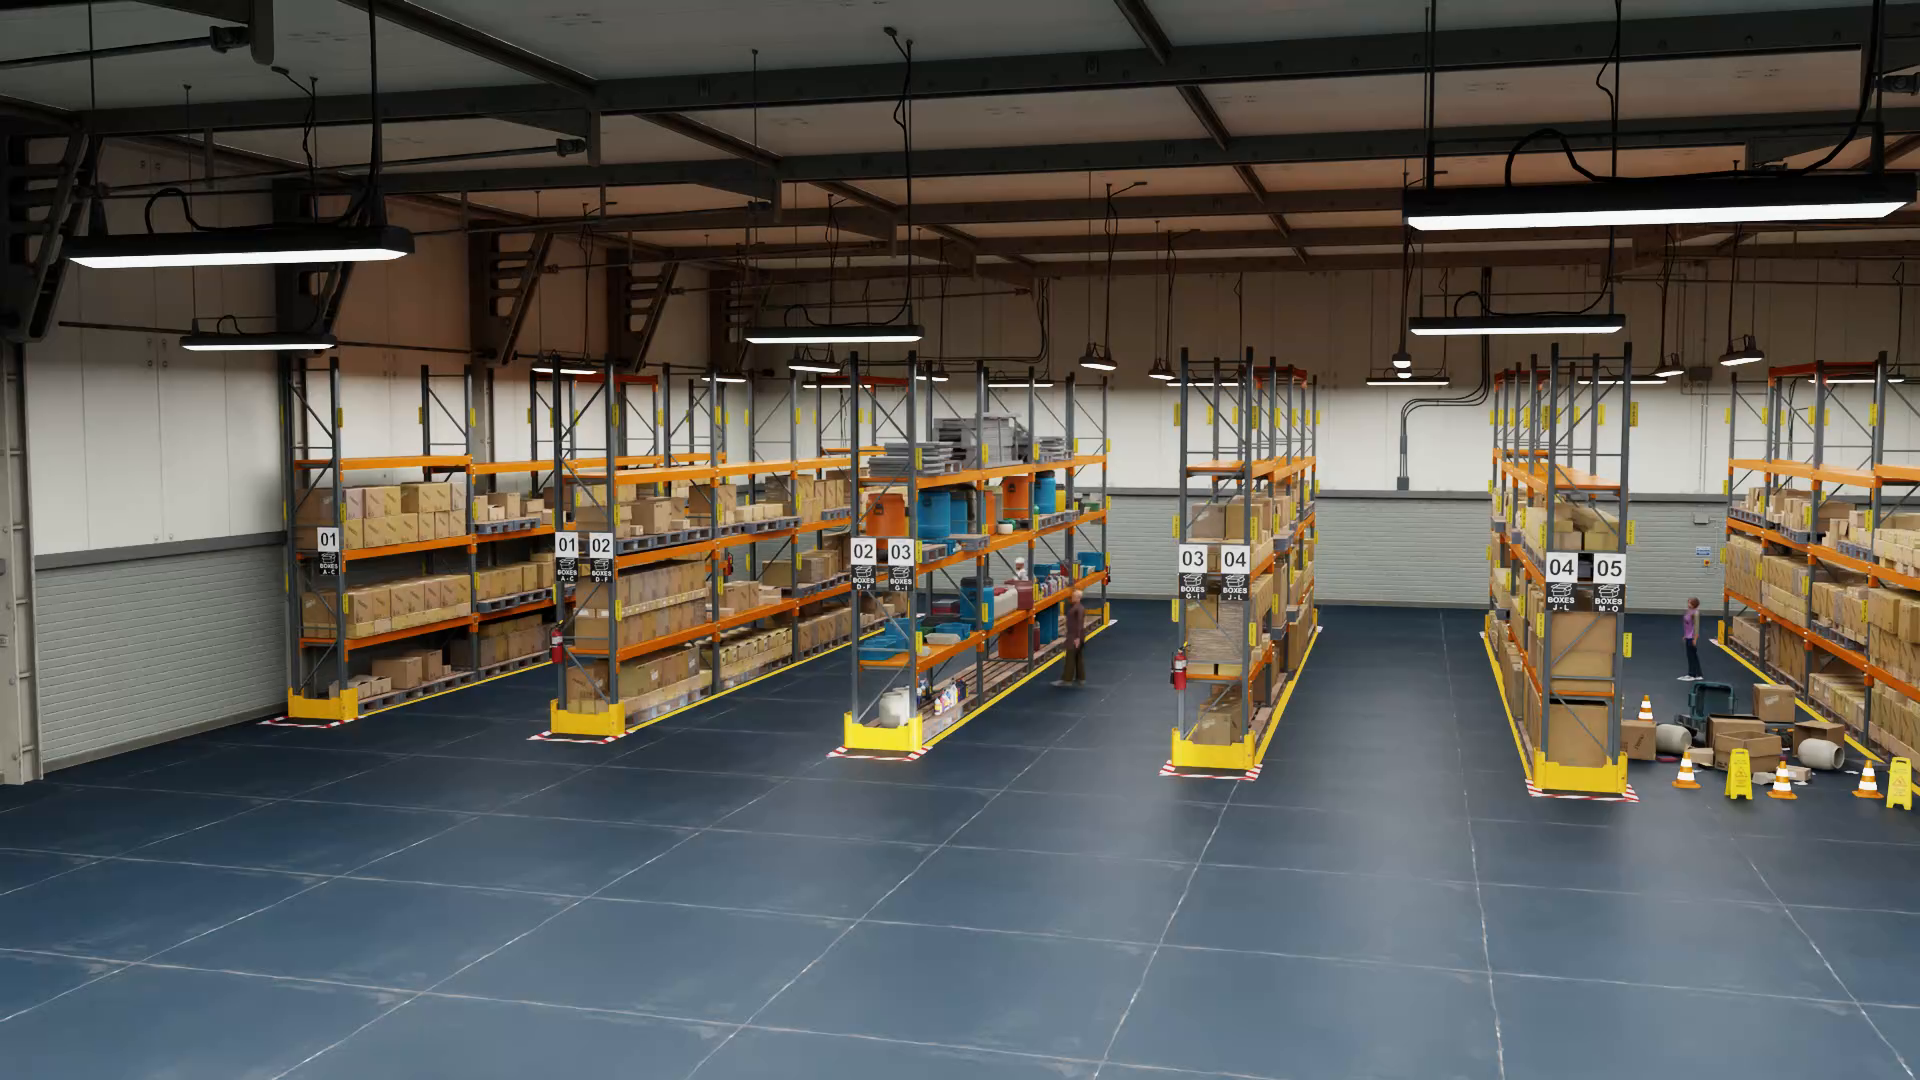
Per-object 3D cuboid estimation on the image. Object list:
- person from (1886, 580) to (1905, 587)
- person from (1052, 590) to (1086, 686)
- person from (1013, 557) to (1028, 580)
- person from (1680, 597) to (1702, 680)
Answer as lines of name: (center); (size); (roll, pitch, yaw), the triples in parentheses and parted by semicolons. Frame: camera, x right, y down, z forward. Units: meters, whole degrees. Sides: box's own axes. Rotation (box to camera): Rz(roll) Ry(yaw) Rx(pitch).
person: (22.112, 1.254, 39.284); (0.970, 1.726, 0.604); (0, 4, -3)
person: (2.034, 1.821, 31.036); (0.633, 1.768, 0.625); (0, 4, 4)
person: (1.310, 1.298, 38.491); (0.436, 1.819, 0.610); (-1, 4, -18)
person: (13.973, 1.896, 31.723); (0.378, 1.572, 0.451); (2, 5, 30)
